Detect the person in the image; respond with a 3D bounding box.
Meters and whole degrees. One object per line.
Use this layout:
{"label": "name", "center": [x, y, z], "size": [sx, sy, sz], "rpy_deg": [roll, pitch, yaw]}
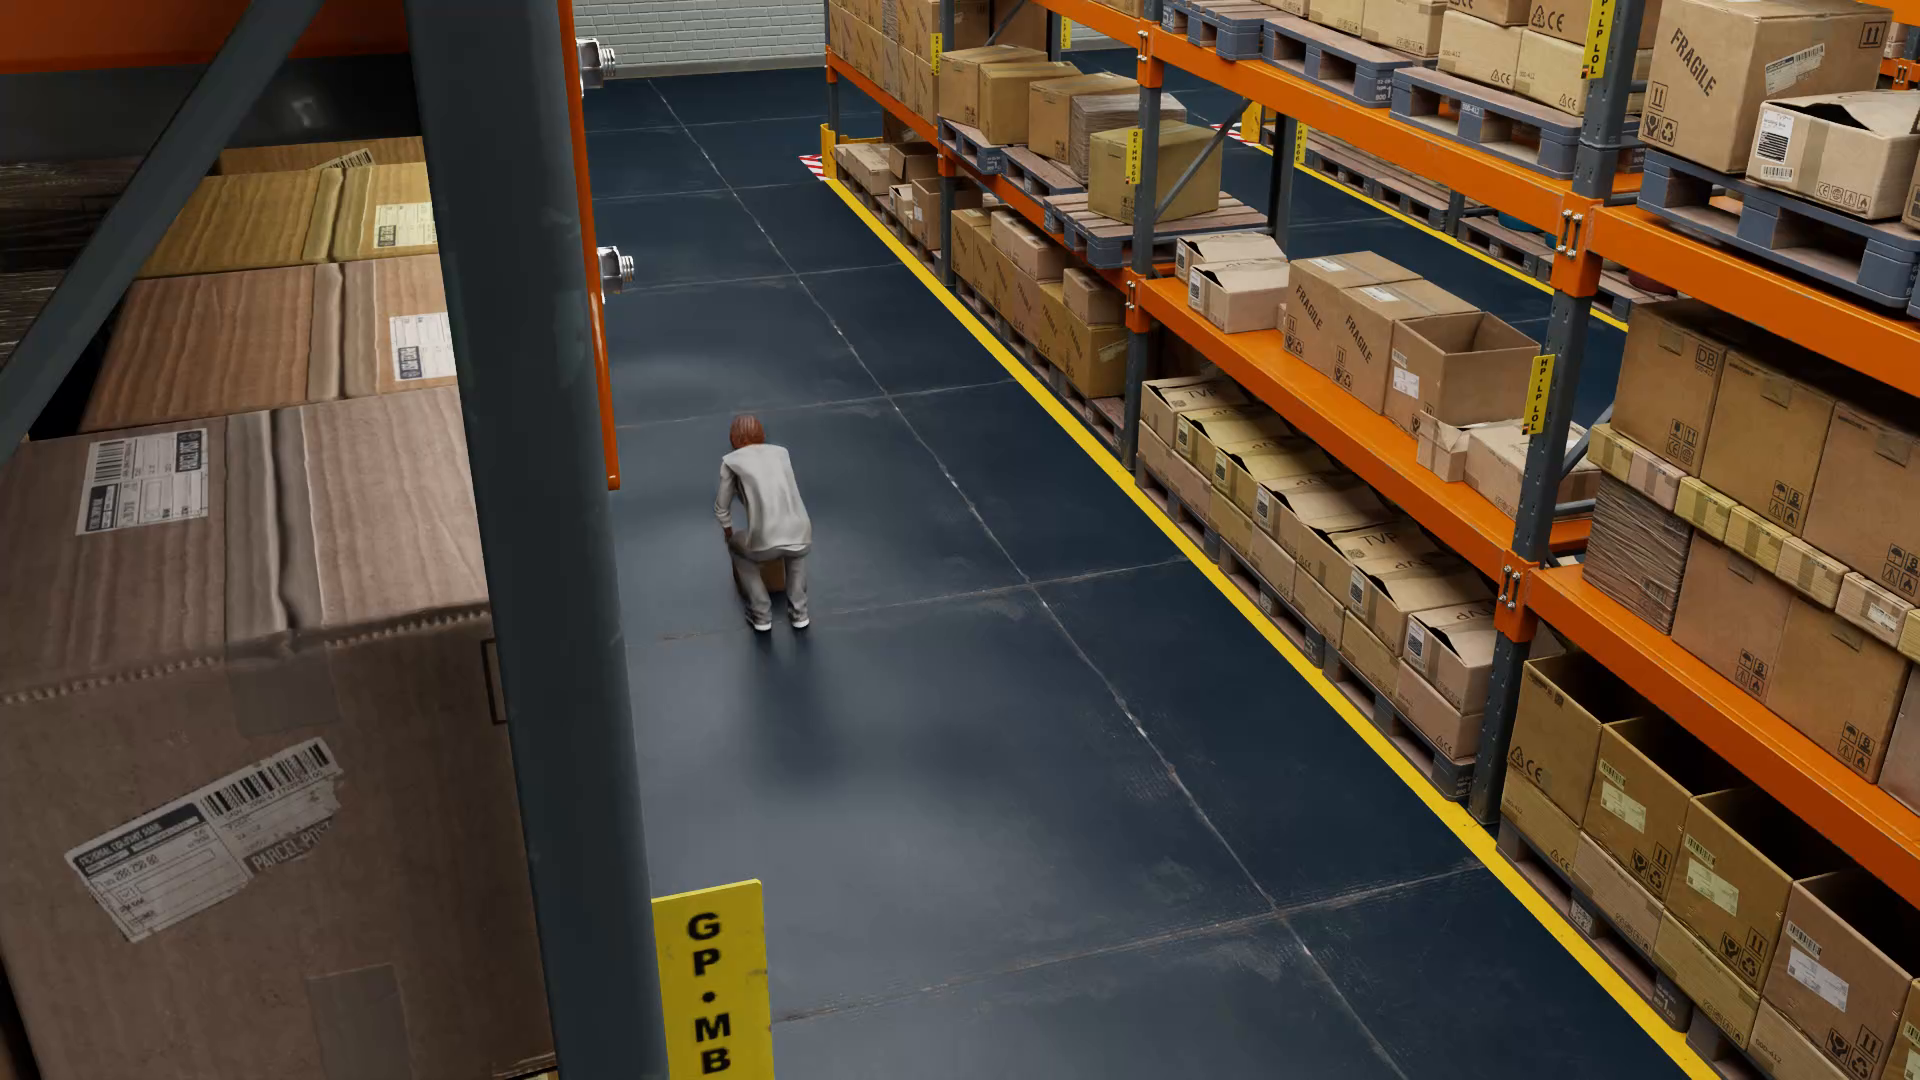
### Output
{"label": "person", "center": [-1.039, -0.053, 8.832], "size": [0.461, 1.061, 0.754], "rpy_deg": [-8, 28, -16]}
